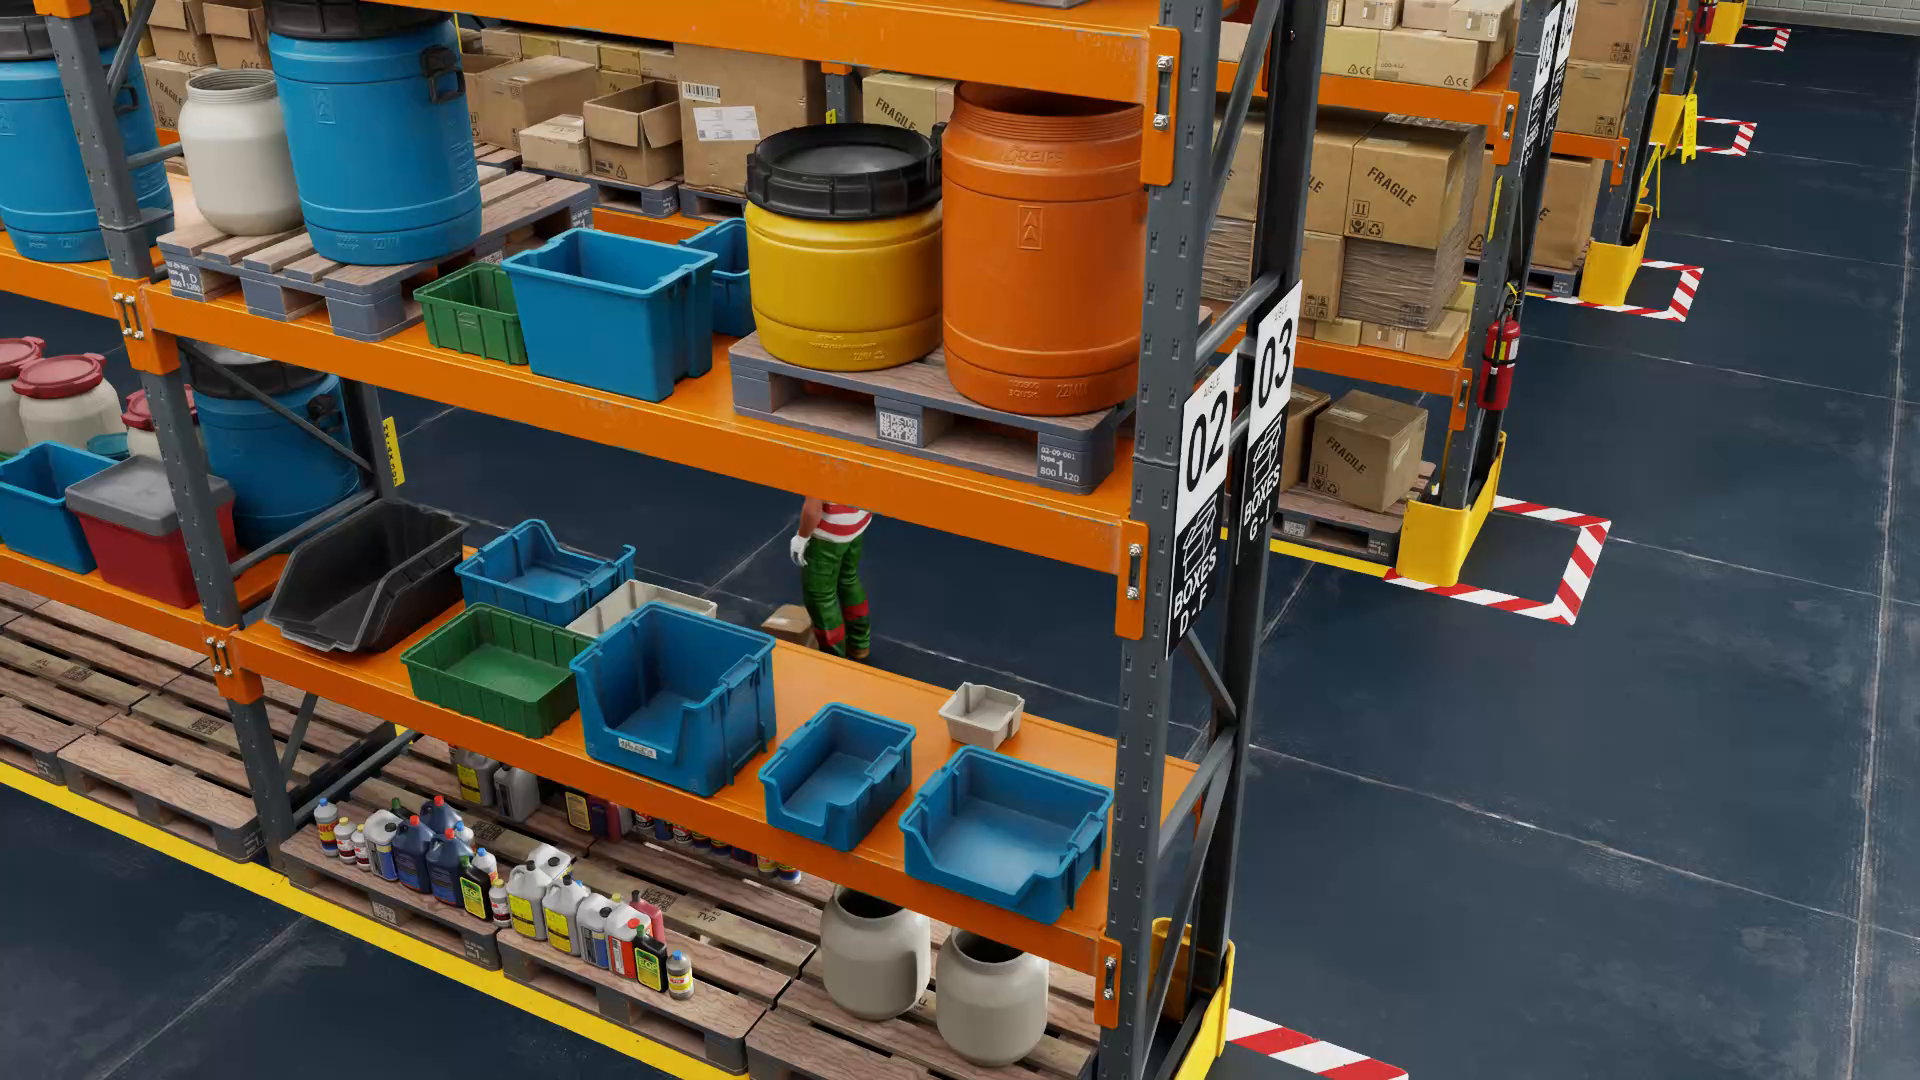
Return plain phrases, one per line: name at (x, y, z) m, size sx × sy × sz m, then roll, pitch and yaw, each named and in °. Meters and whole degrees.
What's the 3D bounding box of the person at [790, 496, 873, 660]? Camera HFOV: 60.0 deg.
person at (-0.665, -0.091, 8.438) m, size 0.441 × 1.780 × 0.579 m, roll 13°, pitch 32°, yaw 21°
